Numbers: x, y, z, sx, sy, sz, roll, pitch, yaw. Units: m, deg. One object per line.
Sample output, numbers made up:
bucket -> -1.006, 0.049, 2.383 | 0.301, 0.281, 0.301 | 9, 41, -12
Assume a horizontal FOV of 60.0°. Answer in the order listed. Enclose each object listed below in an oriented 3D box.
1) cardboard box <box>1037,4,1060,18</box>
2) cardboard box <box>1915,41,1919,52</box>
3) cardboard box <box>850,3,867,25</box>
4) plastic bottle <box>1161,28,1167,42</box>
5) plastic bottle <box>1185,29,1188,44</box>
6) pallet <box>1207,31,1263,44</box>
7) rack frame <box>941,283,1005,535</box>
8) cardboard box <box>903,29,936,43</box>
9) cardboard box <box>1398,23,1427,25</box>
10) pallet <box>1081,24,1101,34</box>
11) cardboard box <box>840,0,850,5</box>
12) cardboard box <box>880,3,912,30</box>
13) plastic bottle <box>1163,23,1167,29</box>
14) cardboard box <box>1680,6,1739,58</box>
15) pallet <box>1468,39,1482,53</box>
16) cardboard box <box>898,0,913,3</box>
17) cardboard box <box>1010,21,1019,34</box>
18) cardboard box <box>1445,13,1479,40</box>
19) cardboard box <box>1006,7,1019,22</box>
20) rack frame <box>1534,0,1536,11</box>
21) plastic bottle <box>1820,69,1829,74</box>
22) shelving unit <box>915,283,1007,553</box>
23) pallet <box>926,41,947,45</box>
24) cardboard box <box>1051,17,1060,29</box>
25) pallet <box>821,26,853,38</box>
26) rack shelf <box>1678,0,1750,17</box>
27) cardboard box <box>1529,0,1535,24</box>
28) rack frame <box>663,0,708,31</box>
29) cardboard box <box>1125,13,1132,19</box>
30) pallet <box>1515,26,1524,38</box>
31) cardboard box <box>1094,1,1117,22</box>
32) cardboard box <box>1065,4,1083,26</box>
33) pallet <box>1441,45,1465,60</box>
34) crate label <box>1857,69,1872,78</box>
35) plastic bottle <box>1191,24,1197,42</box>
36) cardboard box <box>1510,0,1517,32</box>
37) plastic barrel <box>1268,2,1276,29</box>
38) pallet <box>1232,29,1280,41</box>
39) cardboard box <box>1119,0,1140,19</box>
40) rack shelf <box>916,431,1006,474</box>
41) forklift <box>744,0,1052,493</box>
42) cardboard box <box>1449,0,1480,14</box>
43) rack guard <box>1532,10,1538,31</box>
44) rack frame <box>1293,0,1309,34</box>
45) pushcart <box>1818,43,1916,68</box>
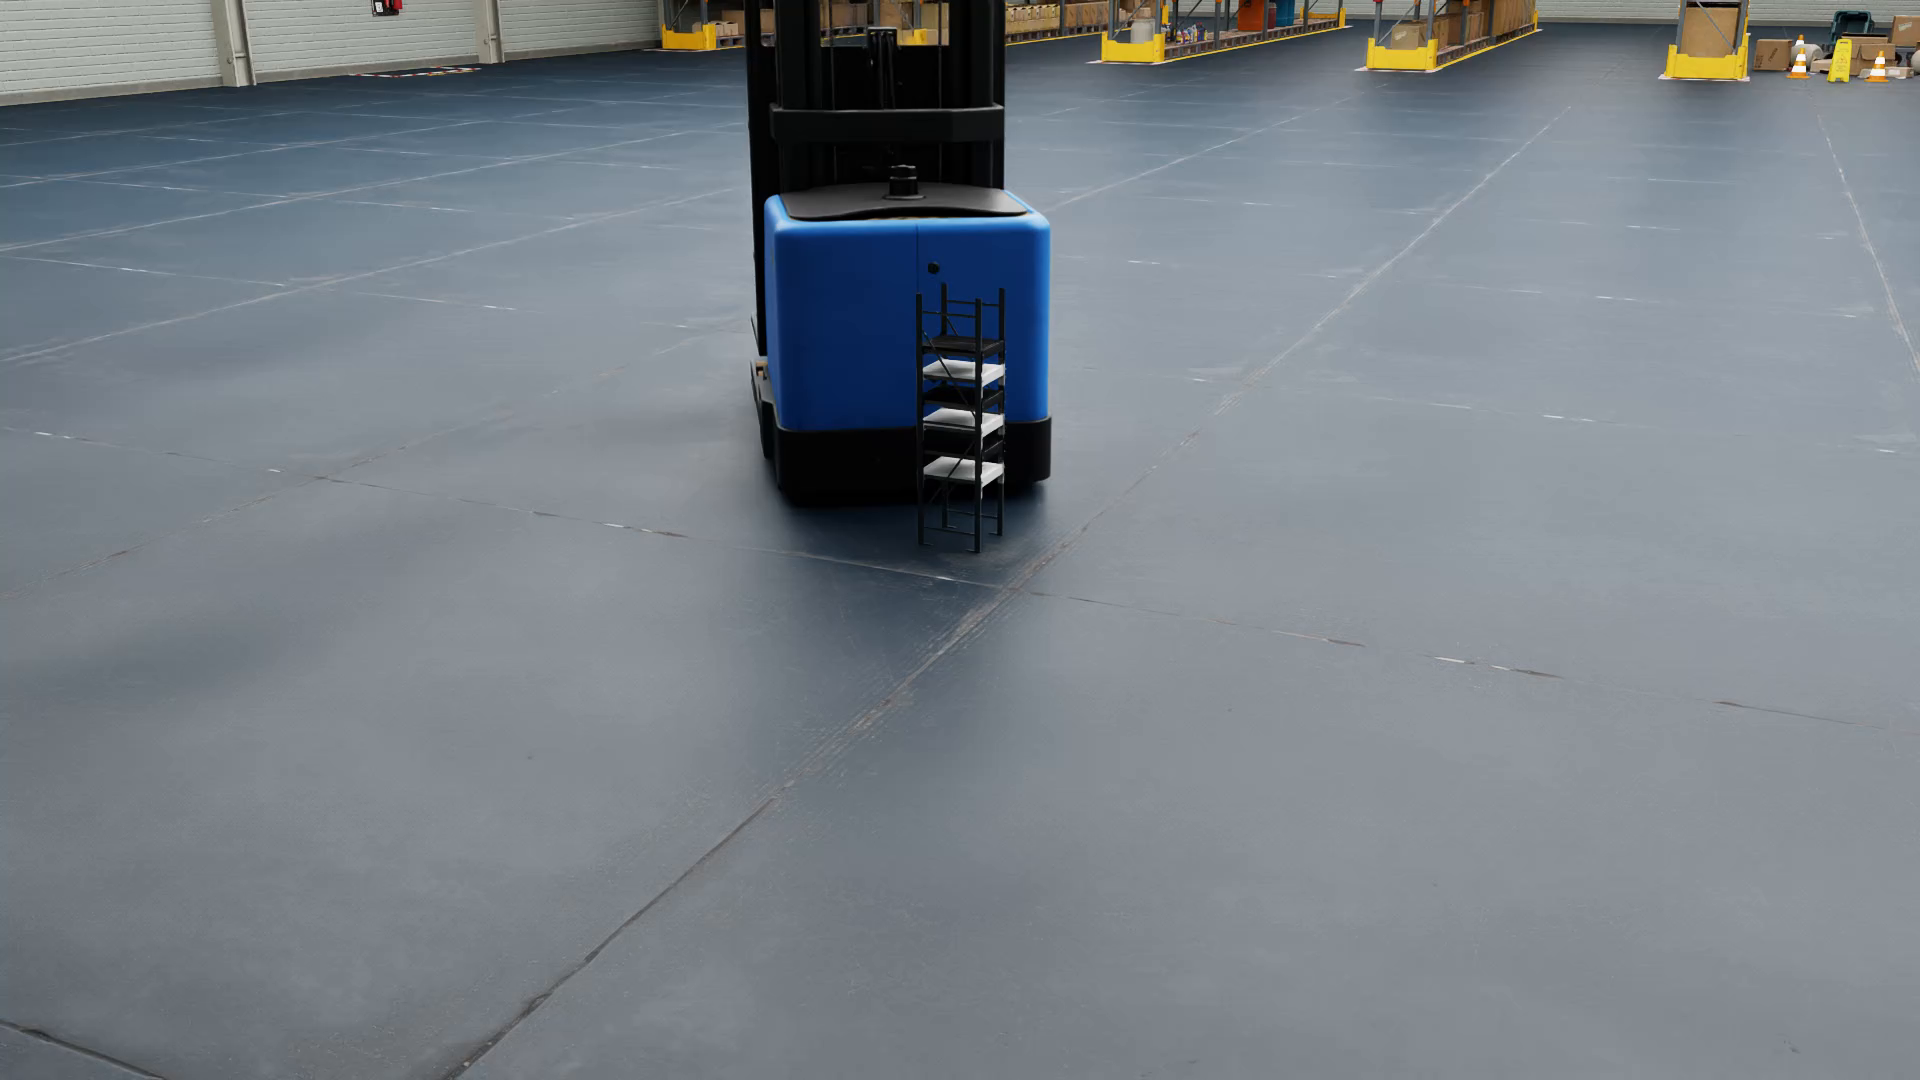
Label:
cardboard box -> 2.042, -12.543, 39.401 | 0.500, 0.311, 0.500 | 9, 22, 24
cardboard box -> 16.790, -8.310, 28.585 | 0.500, 0.500, 0.500 | -9, 22, -24
cardboard box -> -2.737, -13.051, 41.264 | 0.700, 0.500, 0.500 | 9, 21, 23
plastic bottle -> 4.096, -10.200, 33.583 | 0.152, 0.276, 0.135 | 9, 21, 23
plastic bottle -> 4.481, -10.012, 33.061 | 0.097, 0.271, 0.097 | 0, 20, 0
pallet -> 6.196, -11.344, 37.552 | 1.003, 0.211, 1.213 | 9, 21, 23
rack frame -> 0.045, -0.458, 5.912 | 0.240, 0.900, 0.006 | 9, 21, 23
cardboard box -> -0.822, -10.160, 33.539 | 0.500, 0.250, 0.500 | 9, 21, 23
cardboard box -> 8.276, -9.160, 30.354 | 0.500, 0.500, 0.500 | 15, 25, 37
pallet -> 2.873, -12.851, 41.789 | 1.003, 0.211, 1.213 | 9, 21, 23
cardboard box -> -3.027, -13.239, 40.673 | 0.500, 0.250, 0.500 | 9, 21, 24
cardboard box -> -1.296, -10.585, 33.614 | 0.500, 0.500, 0.500 | 9, 21, 23
plastic bottle -> 4.202, -10.436, 34.134 | 0.144, 0.351, 0.185 | 9, 22, 24
cardboard box -> 12.493, -8.466, 27.841 | 0.875, 0.875, 0.875 | 9, 21, 23
pallet -> 10.245, -10.286, 34.576 | 1.003, 0.211, 1.213 | 9, 21, 23
cardboard box -> -1.704, -13.907, 43.180 | 0.750, 0.750, 0.750 | 8, 21, 22
cardboard box -> 0.995, -11.495, 37.292 | 0.500, 0.250, 0.500 | 9, 22, 24
cardboard box -> 10.370, -10.686, 34.614 | 0.700, 0.500, 0.500 | 11, 22, 27
cardboard box -> 1.000, -11.758, 37.195 | 0.500, 0.311, 0.500 | 8, 21, 22
rack frame -> 14.344, -14.655, 42.701 | 1.000, 3.000, 0.127 | 9, 21, 23
plastic bottle -> 14.725, -7.974, 28.298 | 0.133, 0.061, 0.283 | 1, 20, 4
shelving unit -> 0.003, -0.426, 5.825 | 0.258, 0.900, 0.210 | 9, 21, 23
pallet -> -0.970, -10.050, 33.914 | 1.003, 0.211, 1.213 | 9, 21, 23
cardboard box -> 2.039, -12.278, 39.494 | 0.500, 0.250, 0.500 | 9, 22, 24
pallet -> -3.312, -12.325, 40.309 | 1.003, 0.211, 1.213 | 9, 21, 23
rack shelf -> 13.094, -9.325, 28.787 | 1.077, 0.370, 4.000 | 9, 21, 23
cardboard box -> 14.154, -13.645, 42.406 | 0.875, 0.875, 0.875 | 9, 21, 23
rack frame -> -5.765, -11.803, 34.681 | 1.000, 3.000, 0.127 | 9, 21, 23
cardboard box -> 4.384, -14.030, 44.514 | 0.380, 0.166, 0.250 | 9, 21, 23
pallet -> 13.088, -12.340, 40.353 | 1.003, 0.211, 1.213 | 9, 21, 23
cardboard box -> 3.729, -13.632, 42.898 | 0.500, 0.500, 0.500 | 8, 21, 22
cardboard box -> 2.688, -12.860, 40.728 | 0.500, 0.500, 0.500 | 8, 21, 21
pallet -> 9.187, -9.463, 32.262 | 1.003, 0.211, 1.213 | 9, 21, 23
crate label -> 14.945, -7.661, 27.307 | 0.250, 0.136, 0.298 | -2, 20, -5
plastic bottle -> 4.699, -10.232, 33.560 | 0.144, 0.351, 0.185 | 8, 21, 22
cardboard box -> 12.097, -12.158, 38.222 | 1.225, 0.875, 0.875 | 8, 21, 21
plastic barrel -> 7.196, -12.448, 39.467 | 0.600, 0.588, 0.708 | 9, 21, 23
pallet -> 6.834, -11.822, 38.896 | 1.003, 0.211, 1.213 | 9, 21, 23
cardboard box -> 4.434, -14.399, 45.050 | 0.797, 0.503, 0.637 | 9, 21, 23
rack shelf -> 0.003, -0.310, 5.866 | 0.258, 0.077, 0.200 | 9, 21, 23
forklift -> -0.393, -2.012, 7.251 | 1.130, 2.935, 3.031 | -3, 20, -9
cardboard box -> 10.613, -11.220, 34.997 | 0.500, 0.250, 0.500 | 11, 22, 29
rack guard -> 14.353, -13.485, 43.141 | 1.175, 0.500, 0.348 | 9, 21, 23
rack frame -> 8.187, -14.112, 41.174 | 1.000, 3.000, 0.127 | 9, 21, 23
pushcart -> 16.370, -8.689, 29.839 | 1.648, 0.377, 0.936 | 1, 20, 4
